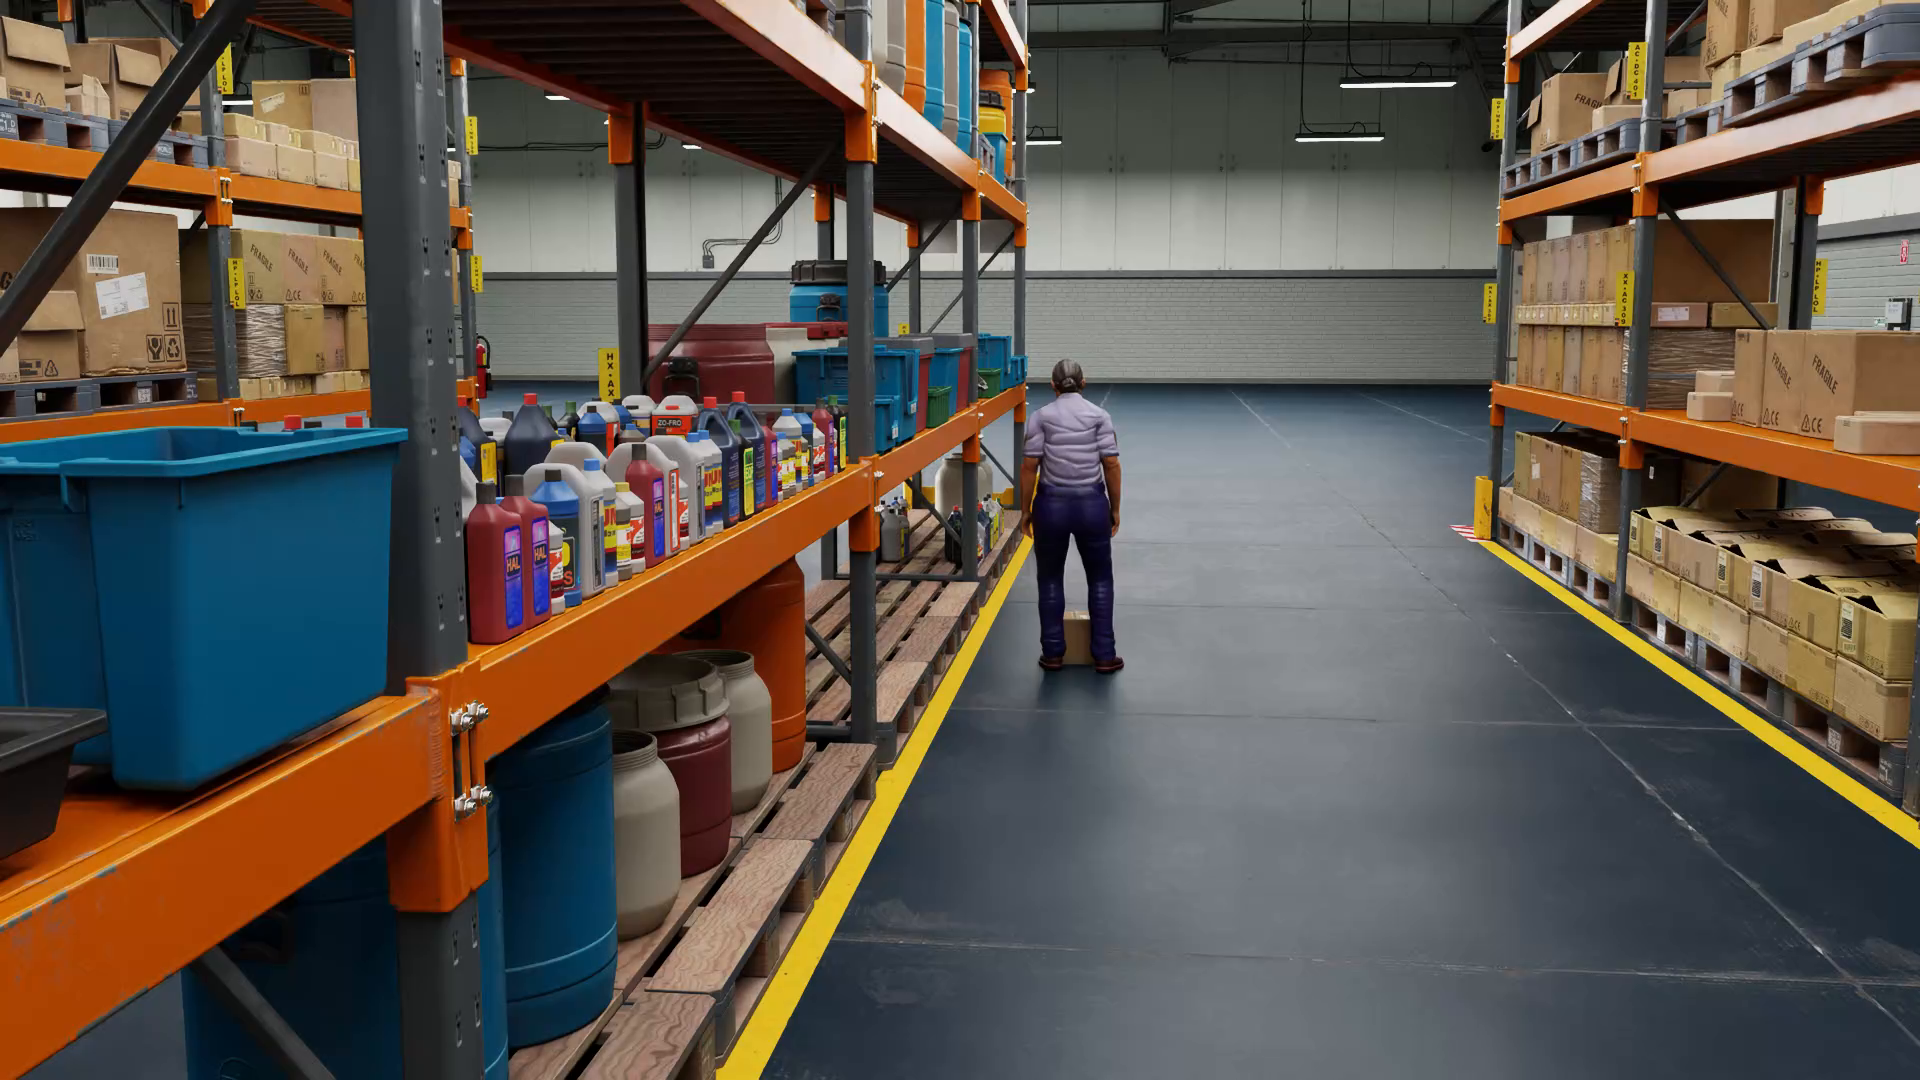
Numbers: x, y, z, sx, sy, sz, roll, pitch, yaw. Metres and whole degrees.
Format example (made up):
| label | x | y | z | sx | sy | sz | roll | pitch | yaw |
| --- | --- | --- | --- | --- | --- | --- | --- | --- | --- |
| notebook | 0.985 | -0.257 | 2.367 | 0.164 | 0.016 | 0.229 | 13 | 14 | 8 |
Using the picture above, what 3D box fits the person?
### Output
| label | x | y | z | sx | sy | sz | roll | pitch | yaw |
| --- | --- | --- | --- | --- | --- | --- | --- | --- | --- |
| person | 0.599 | -0.130 | 8.800 | 0.564 | 1.649 | 0.420 | 0 | 8 | 3 |
